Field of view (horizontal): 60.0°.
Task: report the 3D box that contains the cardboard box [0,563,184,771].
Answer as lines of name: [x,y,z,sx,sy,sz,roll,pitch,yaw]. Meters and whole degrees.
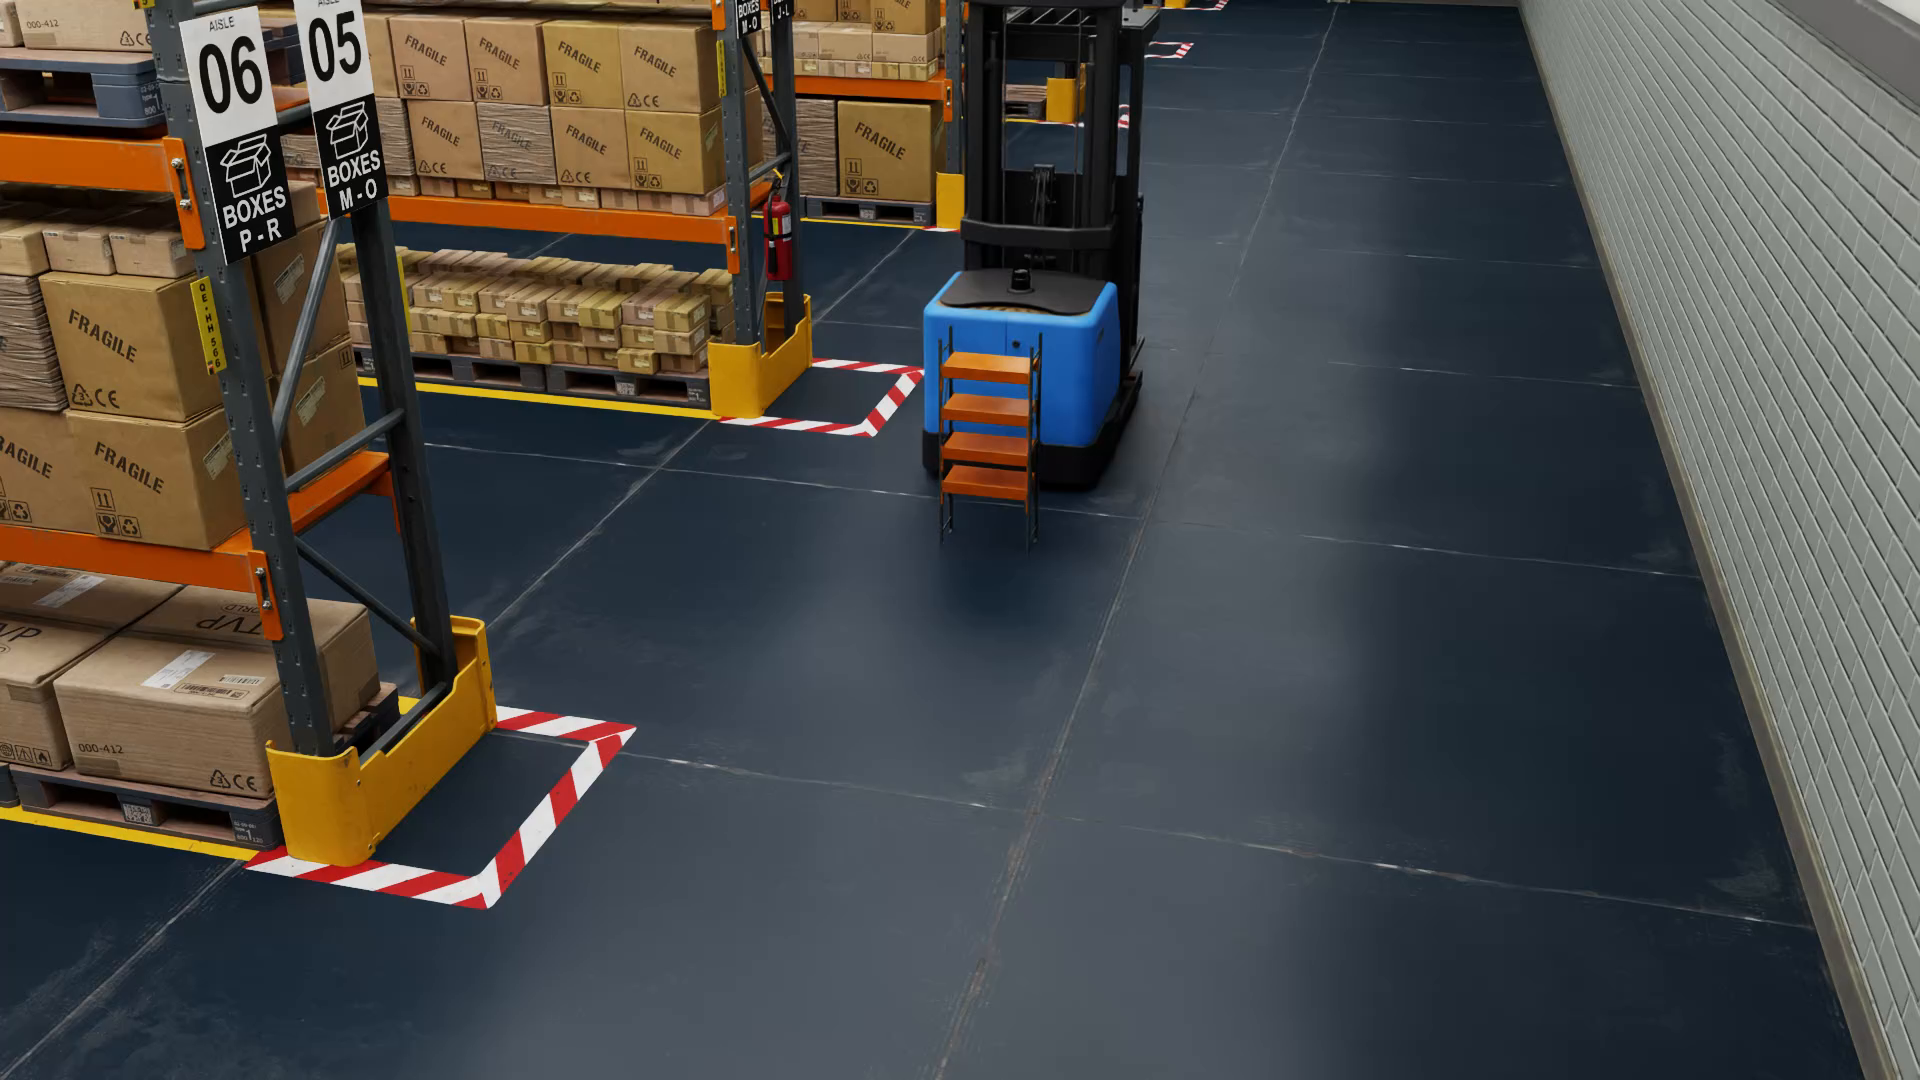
cardboard box: [-3.963,0.519,7.162,0.875,0.438,0.875,7,26,14]

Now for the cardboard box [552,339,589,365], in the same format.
cardboard box: [-2.588,-1.338,11.400,0.250,0.149,0.380,7,26,14]

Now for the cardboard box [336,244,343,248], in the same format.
cardboard box: [-4.740,-2.066,12.235,0.250,0.149,0.380,7,26,14]

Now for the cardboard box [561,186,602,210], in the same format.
cardboard box: [-2.392,-2.280,10.842,0.250,0.149,0.380,7,26,14]

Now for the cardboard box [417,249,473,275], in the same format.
cardboard box: [-3.722,-1.980,12.056,0.250,0.149,0.380,5,26,10]

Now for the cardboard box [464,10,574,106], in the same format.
cardboard box: [-2.777,-3.079,10.601,0.500,0.500,0.500,8,27,16]

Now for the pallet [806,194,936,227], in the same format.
pallet: [-0.736,-3.244,15.818,1.213,0.211,1.003,6,26,13]

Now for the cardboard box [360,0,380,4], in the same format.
cardboard box: [-4.124,-3.464,11.411,0.500,0.500,0.500,5,26,11]

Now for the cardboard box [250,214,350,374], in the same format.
cardboard box: [-2.804,-0.991,6.563,0.500,0.500,0.500,6,26,12]

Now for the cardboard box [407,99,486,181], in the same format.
cardboard box: [-3.246,-2.682,10.931,0.500,0.500,0.500,8,27,16]

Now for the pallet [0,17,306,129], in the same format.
pallet: [-3.131,-1.714,5.974,1.213,0.211,1.003,6,26,13]

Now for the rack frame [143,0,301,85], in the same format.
rack frame: [-2.410,-3.033,5.152,0.127,3.000,1.000,6,26,13]

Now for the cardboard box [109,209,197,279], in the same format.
cardboard box: [-2.808,-1.069,5.972,0.250,0.149,0.380,7,26,14]

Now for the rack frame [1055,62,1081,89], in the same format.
rack frame: [1.292,-6.512,19.439,0.127,3.000,1.000,6,26,13]

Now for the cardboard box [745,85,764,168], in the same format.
cardboard box: [-1.641,-2.739,11.050,0.500,0.500,0.500,8,26,15]

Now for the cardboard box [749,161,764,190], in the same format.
cardboard box: [-1.507,-2.454,11.207,0.250,0.149,0.380,6,26,13]

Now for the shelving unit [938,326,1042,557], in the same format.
shelving unit: [0.160,-0.524,8.955,0.503,1.200,0.258,6,26,13]

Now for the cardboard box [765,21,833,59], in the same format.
cardboard box: [-1.462,-4.567,15.182,0.500,0.250,0.500,5,26,11]

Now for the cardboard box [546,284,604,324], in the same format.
cardboard box: [-2.597,-1.598,11.253,0.250,0.149,0.380,5,26,11]

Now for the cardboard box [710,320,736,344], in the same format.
cardboard box: [-1.703,-1.488,11.713,0.250,0.149,0.380,7,26,14]

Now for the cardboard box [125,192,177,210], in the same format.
cardboard box: [-2.957,-1.266,6.385,0.250,0.149,0.380,7,26,14]

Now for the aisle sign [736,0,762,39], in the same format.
aisle sign: [-1.279,-3.437,9.956,0.004,0.787,0.394,6,26,13]

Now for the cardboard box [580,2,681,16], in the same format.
cardboard box: [-2.134,-3.237,10.934,0.500,0.500,0.500,7,26,15]

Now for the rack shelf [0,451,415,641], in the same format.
rack shelf: [-4.347,-0.214,7.046,4.000,0.370,1.077,6,26,13]

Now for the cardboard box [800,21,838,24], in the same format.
cardboard box: [-1.330,-4.789,15.647,0.500,0.250,0.500,5,26,11]

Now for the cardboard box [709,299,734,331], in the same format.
cardboard box: [-1.719,-1.596,11.594,0.250,0.149,0.380,7,26,15]

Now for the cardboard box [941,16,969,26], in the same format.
cardboard box: [0.004,-7.964,25.104,0.500,0.311,0.500,6,26,13]

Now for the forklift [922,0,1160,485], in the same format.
forklift: [0.623,-2.258,10.583,1.130,2.935,3.031,6,26,12]

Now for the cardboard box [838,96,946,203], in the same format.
cardboard box: [-0.582,-3.716,15.548,0.875,0.875,0.875,6,26,13]

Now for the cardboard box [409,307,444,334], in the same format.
cardboard box: [-3.615,-1.565,11.530,0.250,0.149,0.380,6,26,13]

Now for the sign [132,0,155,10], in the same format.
sign: [-2.559,-1.818,5.152,0.005,0.325,0.100,6,26,13]

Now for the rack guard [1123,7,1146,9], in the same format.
rack guard: [2.455,-7.453,24.324,0.348,0.500,1.175,6,26,13]

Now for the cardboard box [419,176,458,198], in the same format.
cardboard box: [-3.398,-2.414,11.123,0.250,0.149,0.380,7,26,15]

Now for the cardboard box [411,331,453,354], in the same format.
cardboard box: [-3.610,-1.432,11.596,0.250,0.149,0.380,6,26,12]

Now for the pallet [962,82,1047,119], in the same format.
pallet: [0.503,-5.357,20.258,1.213,0.211,1.003,6,26,13]

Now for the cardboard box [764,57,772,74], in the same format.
cardboard box: [-1.610,-4.374,15.240,0.250,0.149,0.380,6,26,13]

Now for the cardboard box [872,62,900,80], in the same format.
cardboard box: [-0.621,-4.265,15.011,0.250,0.149,0.380,7,26,14]

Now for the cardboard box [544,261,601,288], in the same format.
cardboard box: [-2.734,-1.850,11.782,0.250,0.149,0.380,7,26,15]

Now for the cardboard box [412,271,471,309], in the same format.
cardboard box: [-3.589,-1.737,11.545,0.250,0.149,0.380,5,26,11]

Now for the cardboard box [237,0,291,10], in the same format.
cardboard box: [-4.773,-3.305,11.078,0.500,0.500,0.500,7,26,14]

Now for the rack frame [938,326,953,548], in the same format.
rack frame: [-0.076,-0.550,9.010,0.015,1.200,0.240,6,26,13]

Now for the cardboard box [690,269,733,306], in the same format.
cardboard box: [-1.698,-1.765,11.603,0.250,0.149,0.380,5,26,11]

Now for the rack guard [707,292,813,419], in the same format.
rack guard: [-1.349,-1.276,11.348,0.348,0.500,1.175,6,26,13]

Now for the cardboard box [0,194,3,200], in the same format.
cardboard box: [-3.800,-1.180,6.206,0.250,0.149,0.380,6,26,13]

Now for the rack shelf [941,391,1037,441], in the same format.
rack shelf: [0.160,-0.665,8.888,0.480,0.148,0.258,6,26,13]

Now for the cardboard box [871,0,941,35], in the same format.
cardboard box: [-0.479,-4.798,14.795,0.500,0.500,0.500,7,26,14]

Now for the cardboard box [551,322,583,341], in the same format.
cardboard box: [-2.596,-1.497,11.387,0.250,0.149,0.380,6,26,12]
